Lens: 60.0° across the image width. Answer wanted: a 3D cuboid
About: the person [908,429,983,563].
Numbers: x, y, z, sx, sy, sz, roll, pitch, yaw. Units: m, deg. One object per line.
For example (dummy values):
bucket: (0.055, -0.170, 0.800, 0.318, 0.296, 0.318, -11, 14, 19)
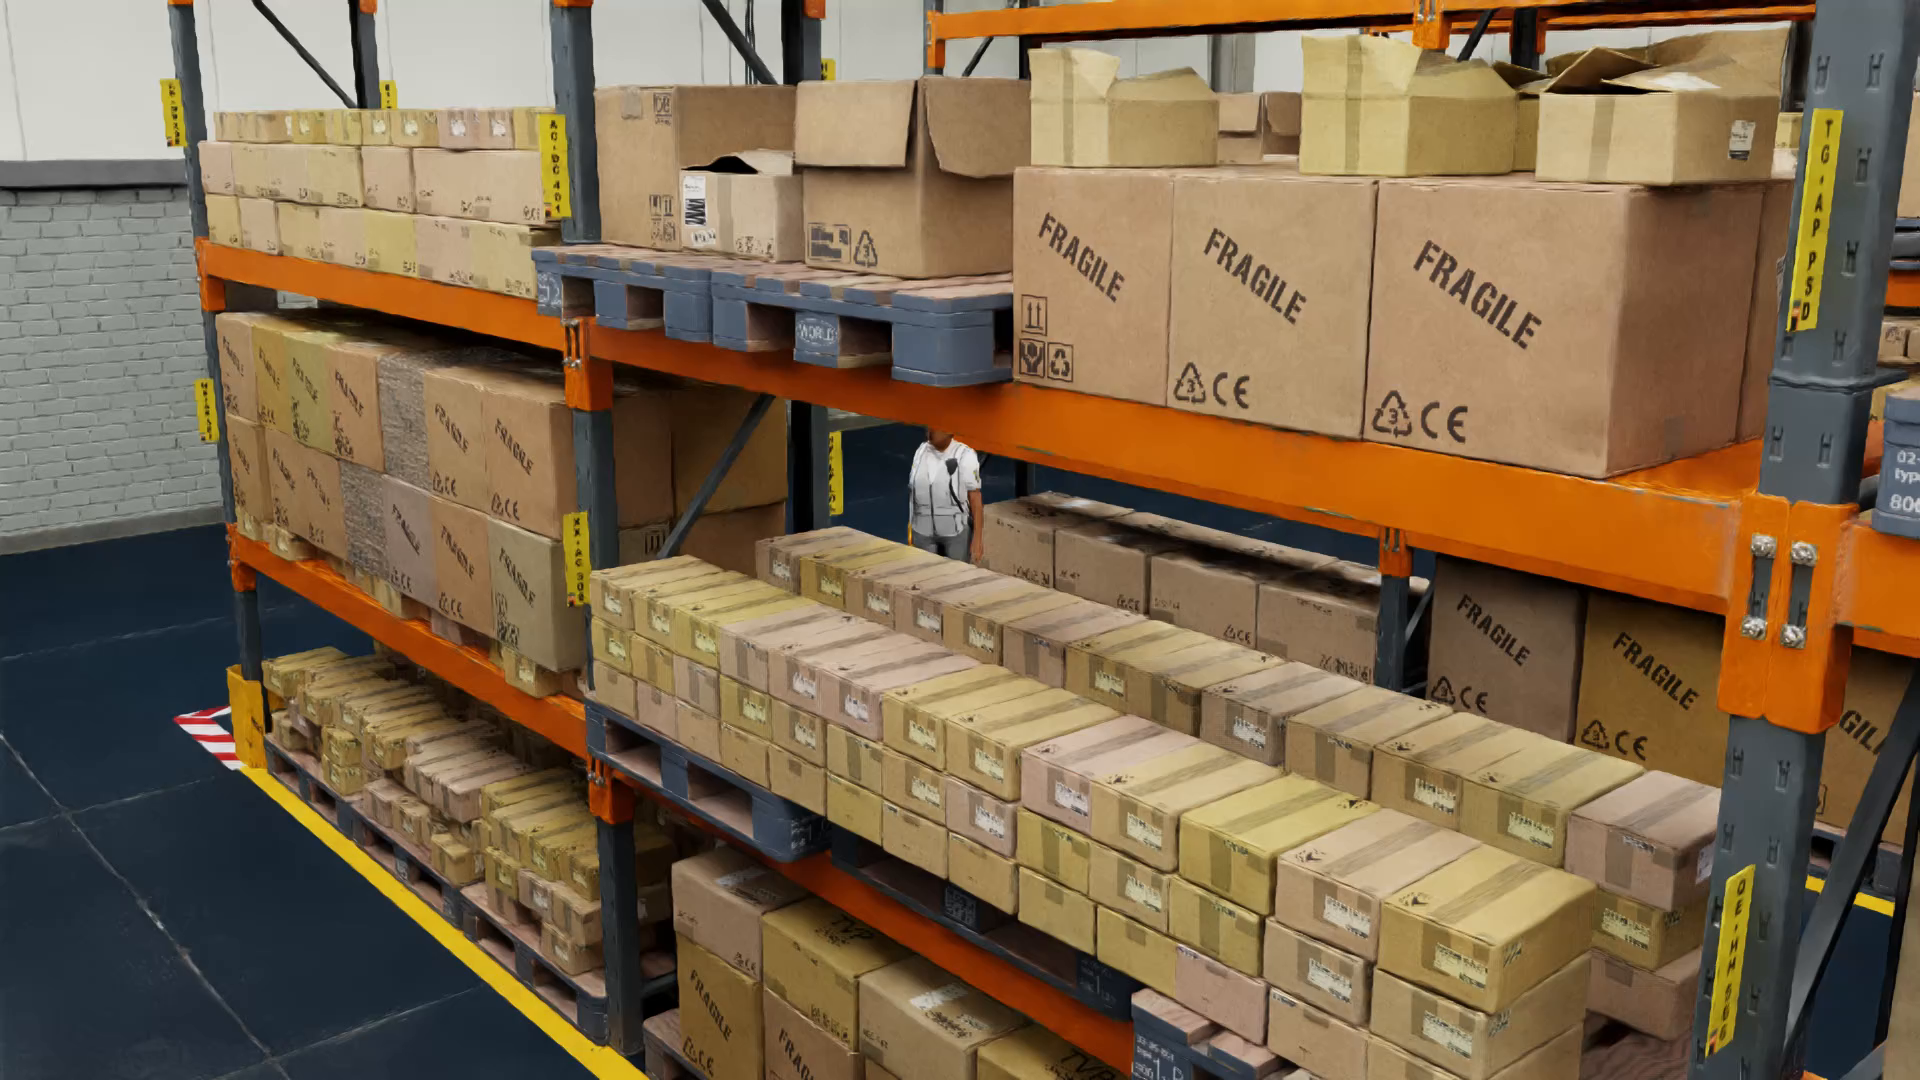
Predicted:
person: (-0.085, -0.041, 10.636, 0.539, 1.672, 0.430, 5, 15, 18)
